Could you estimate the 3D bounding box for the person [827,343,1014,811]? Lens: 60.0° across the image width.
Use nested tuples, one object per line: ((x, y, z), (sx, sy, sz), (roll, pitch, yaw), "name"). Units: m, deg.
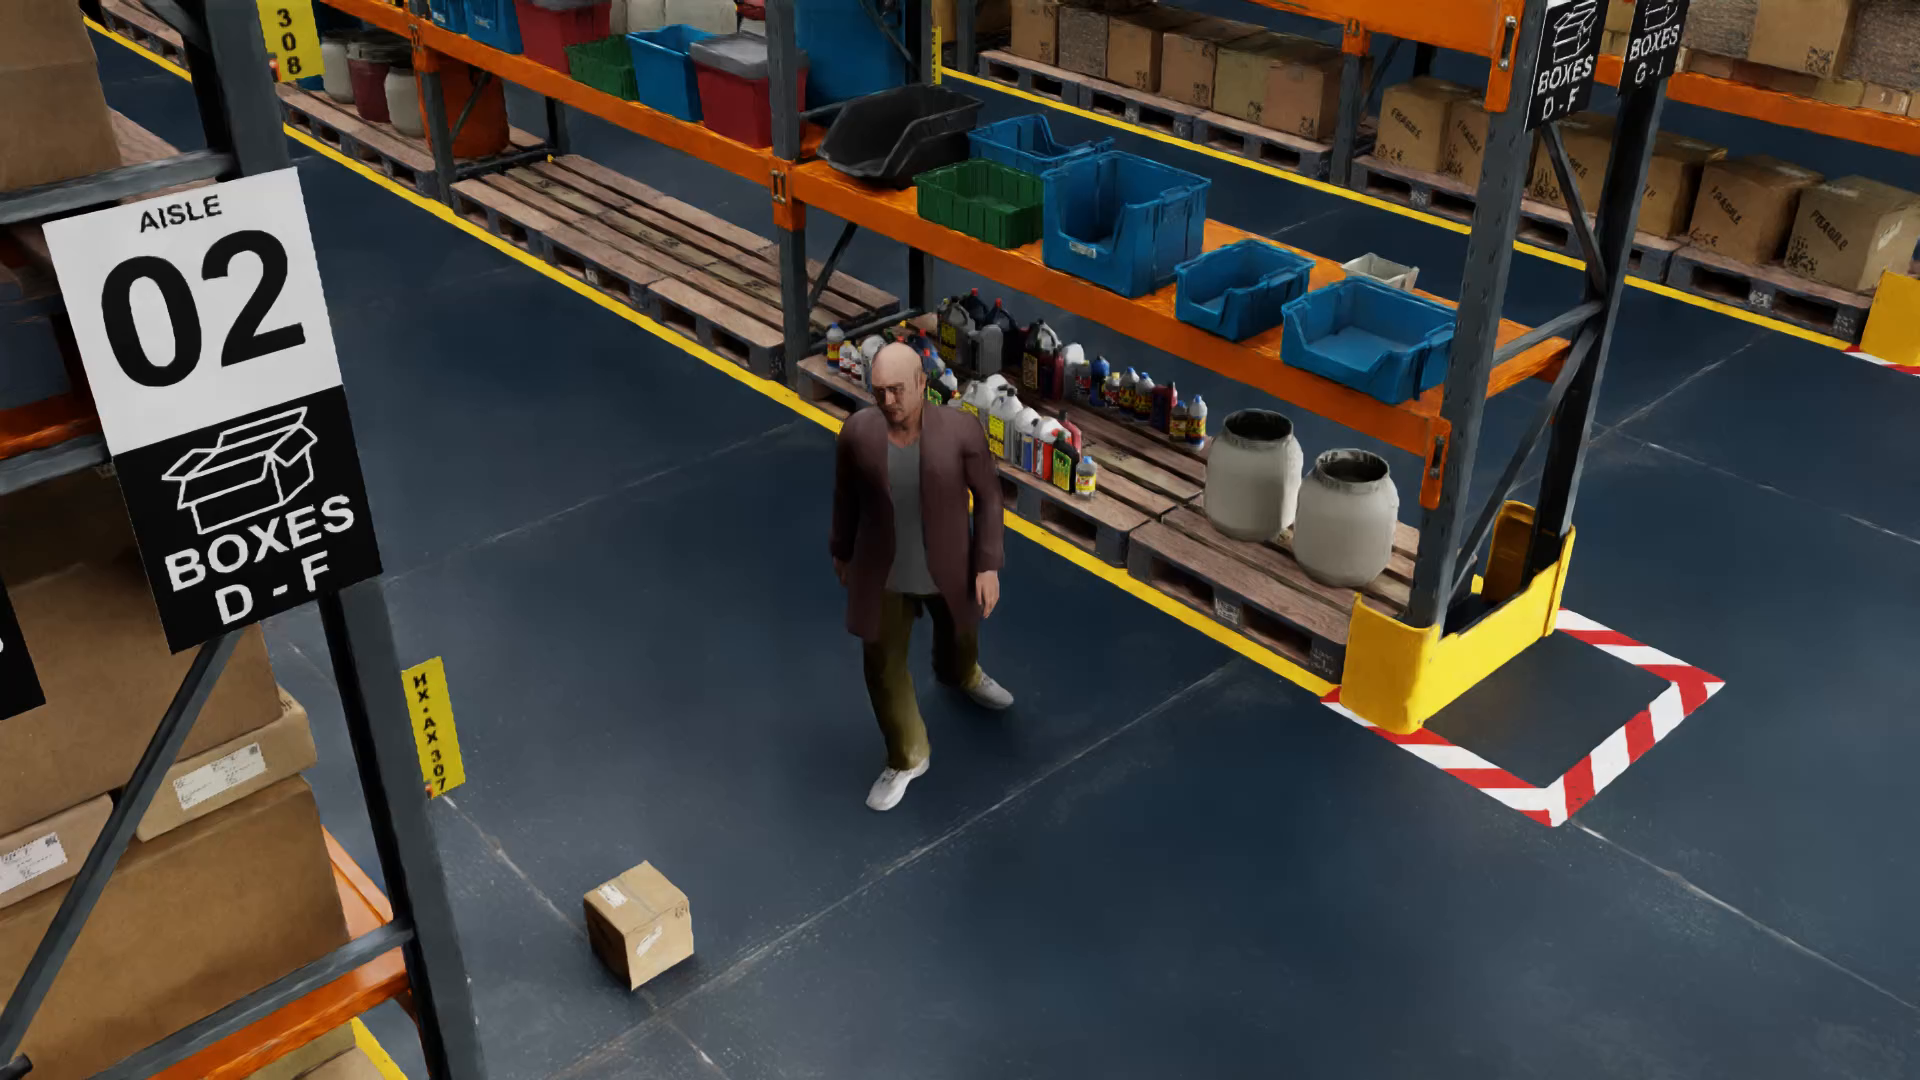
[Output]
((-0.140, 0.101, 6.089), (0.701, 1.660, 0.829), (1, 31, 2), "person")
